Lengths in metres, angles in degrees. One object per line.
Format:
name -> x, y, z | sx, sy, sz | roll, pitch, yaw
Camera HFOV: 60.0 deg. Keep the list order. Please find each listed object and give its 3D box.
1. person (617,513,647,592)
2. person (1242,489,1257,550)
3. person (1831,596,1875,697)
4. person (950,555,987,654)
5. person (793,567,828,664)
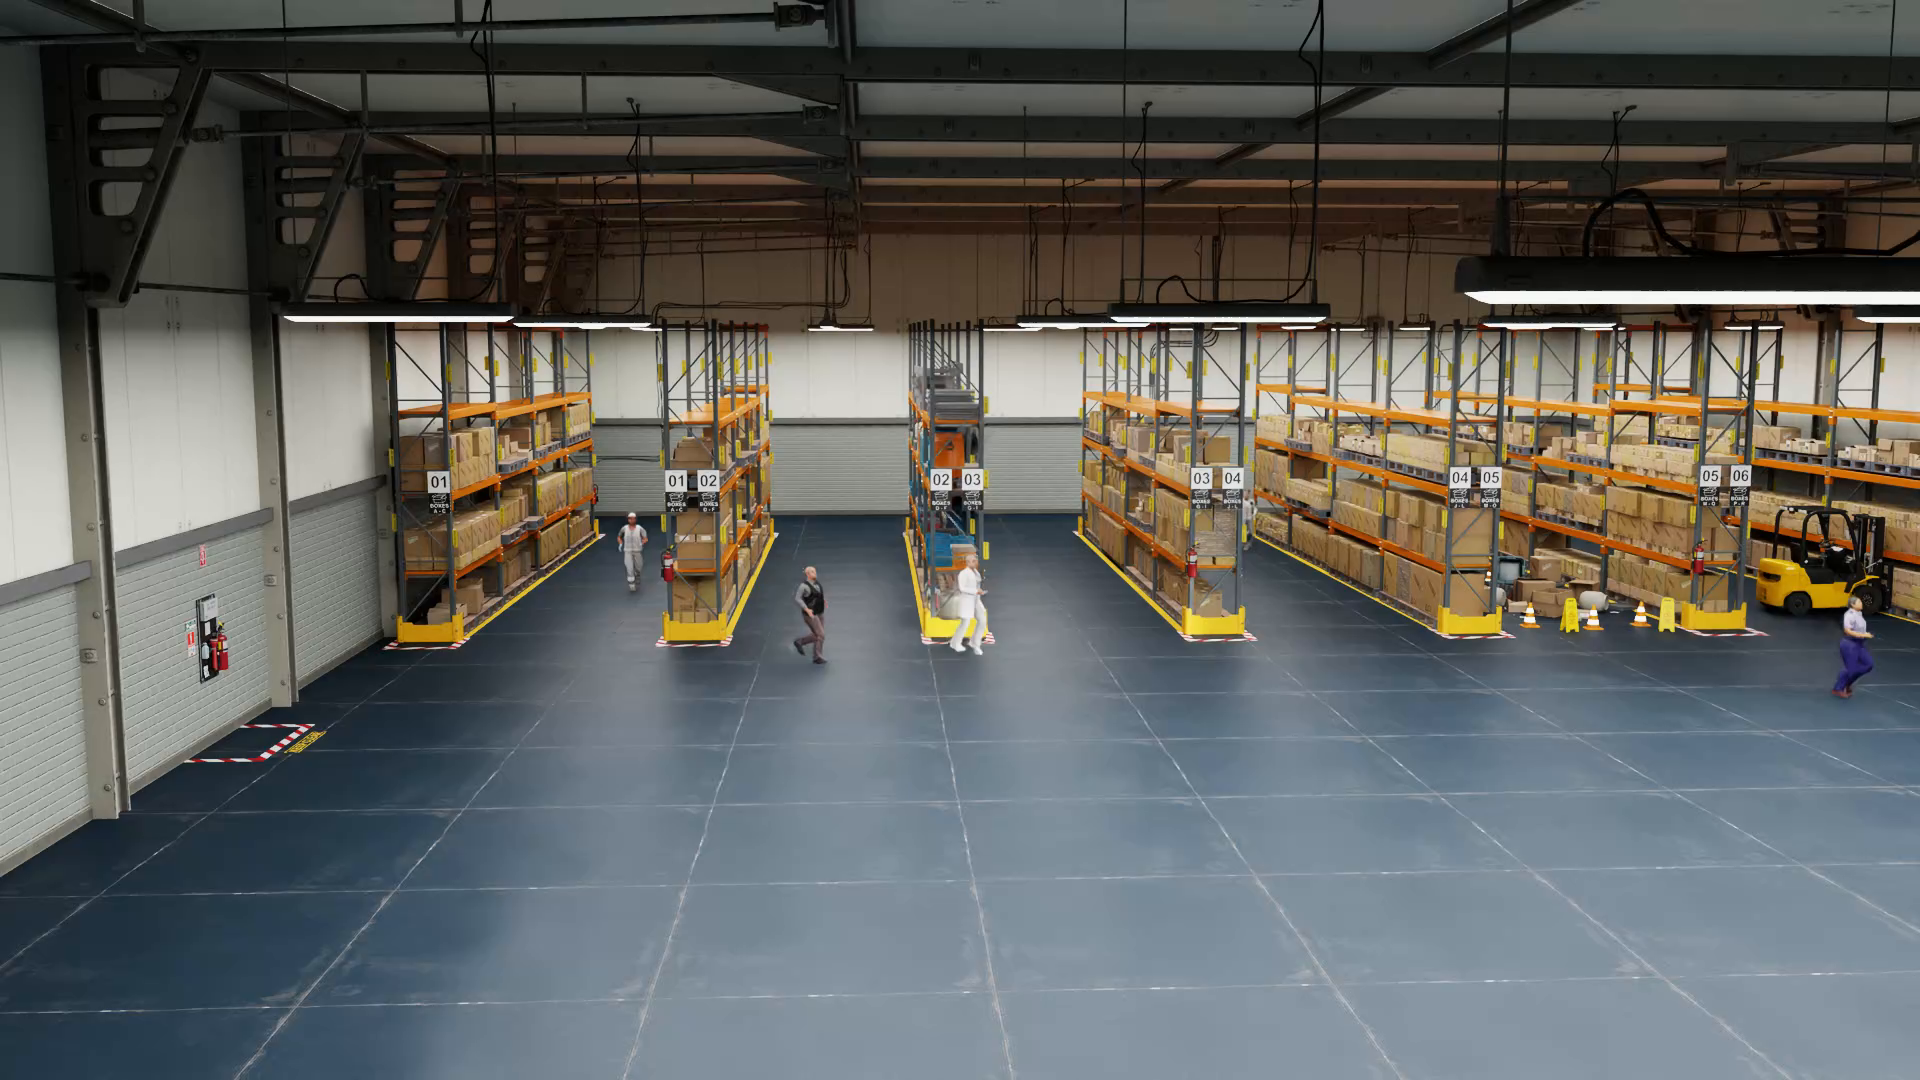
person -> -7.332, 0.264, 37.225 | 0.663, 1.748, 0.780 | -1, 7, -10
person -> 7.597, -0.536, 43.995 | 0.589, 1.653, 0.528 | 0, 7, 1
person -> 14.108, 1.682, 26.218 | 0.570, 1.617, 0.661 | 6, 9, 41
person -> 0.193, 1.180, 29.881 | 0.814, 1.849, 0.731 | 5, 9, 37
person -> -2.619, 1.306, 29.091 | 0.708, 1.710, 0.658 | 3, 8, 26
